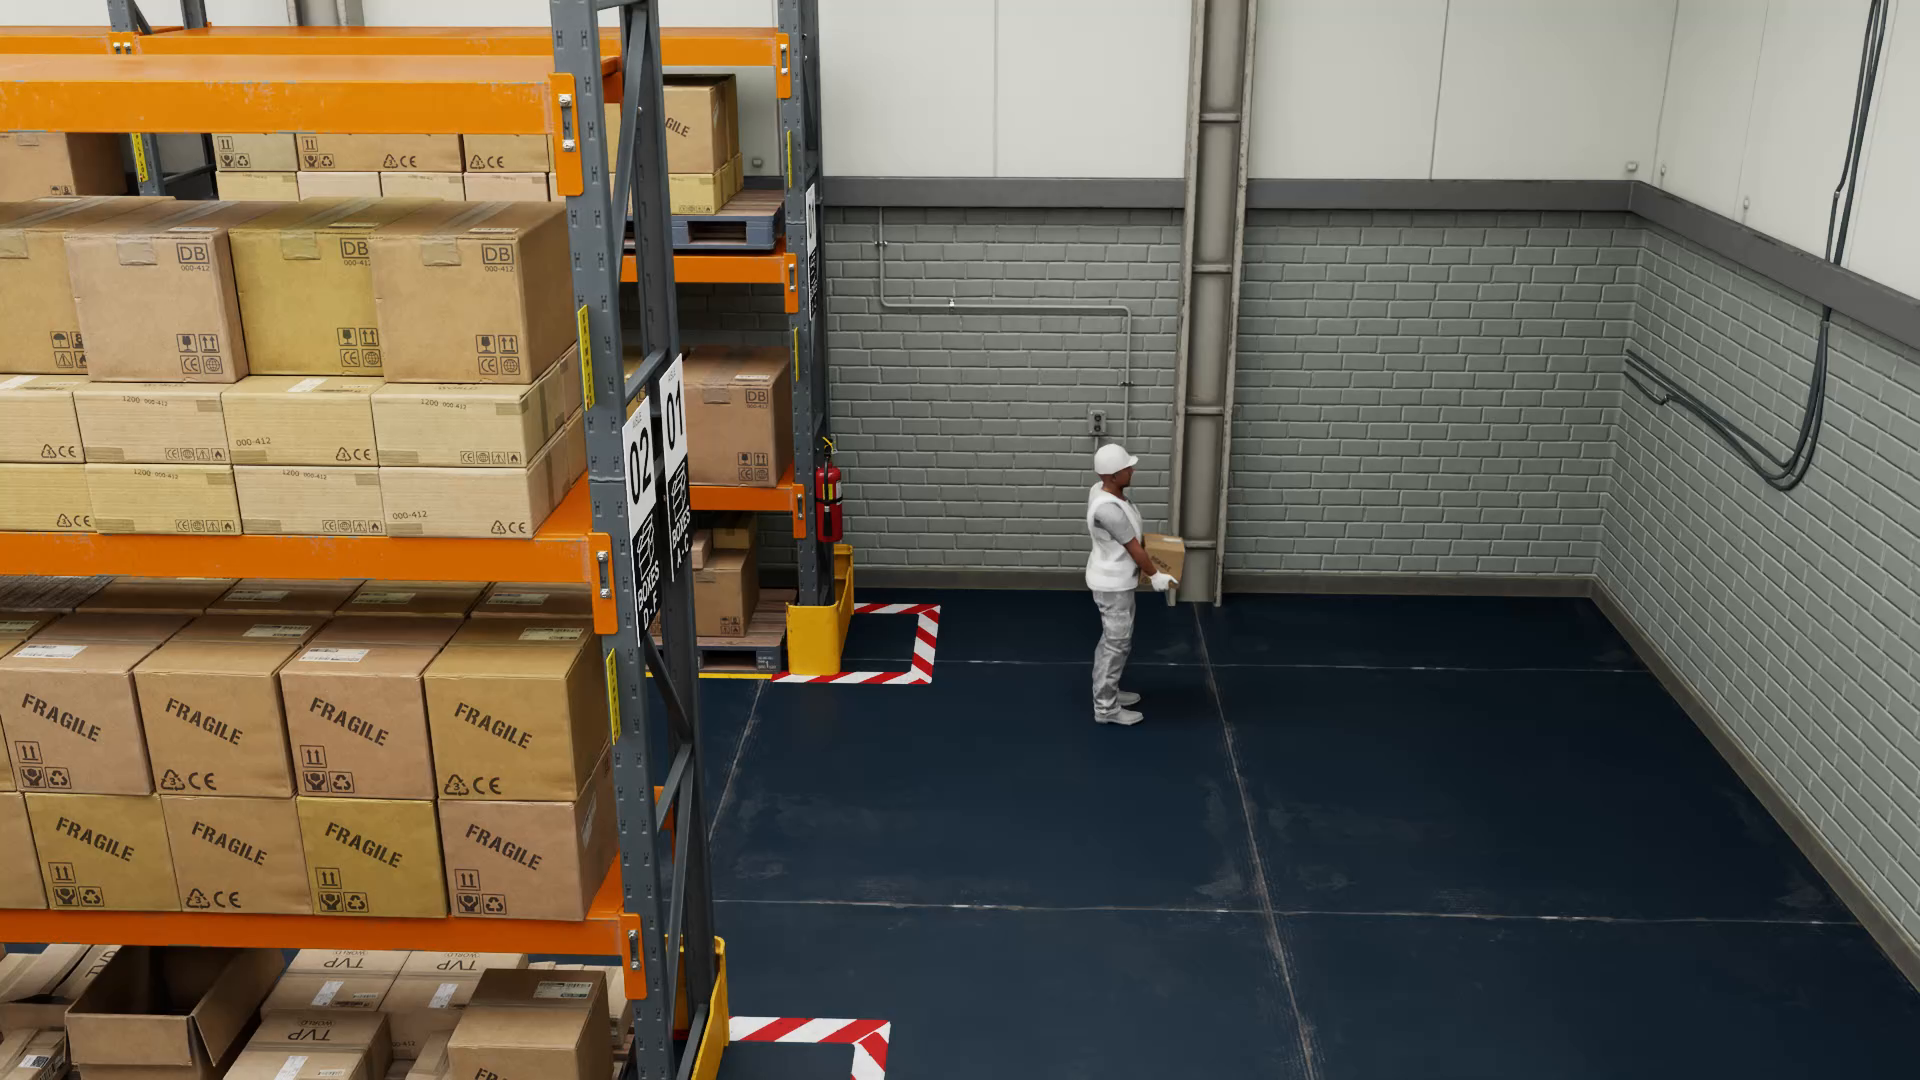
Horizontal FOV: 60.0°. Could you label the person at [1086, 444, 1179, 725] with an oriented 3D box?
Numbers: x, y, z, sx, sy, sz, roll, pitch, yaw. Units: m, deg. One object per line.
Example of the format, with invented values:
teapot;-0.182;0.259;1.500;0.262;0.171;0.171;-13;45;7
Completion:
person;1.063;0.262;10.355;0.567;1.780;0.488;1;21;2
